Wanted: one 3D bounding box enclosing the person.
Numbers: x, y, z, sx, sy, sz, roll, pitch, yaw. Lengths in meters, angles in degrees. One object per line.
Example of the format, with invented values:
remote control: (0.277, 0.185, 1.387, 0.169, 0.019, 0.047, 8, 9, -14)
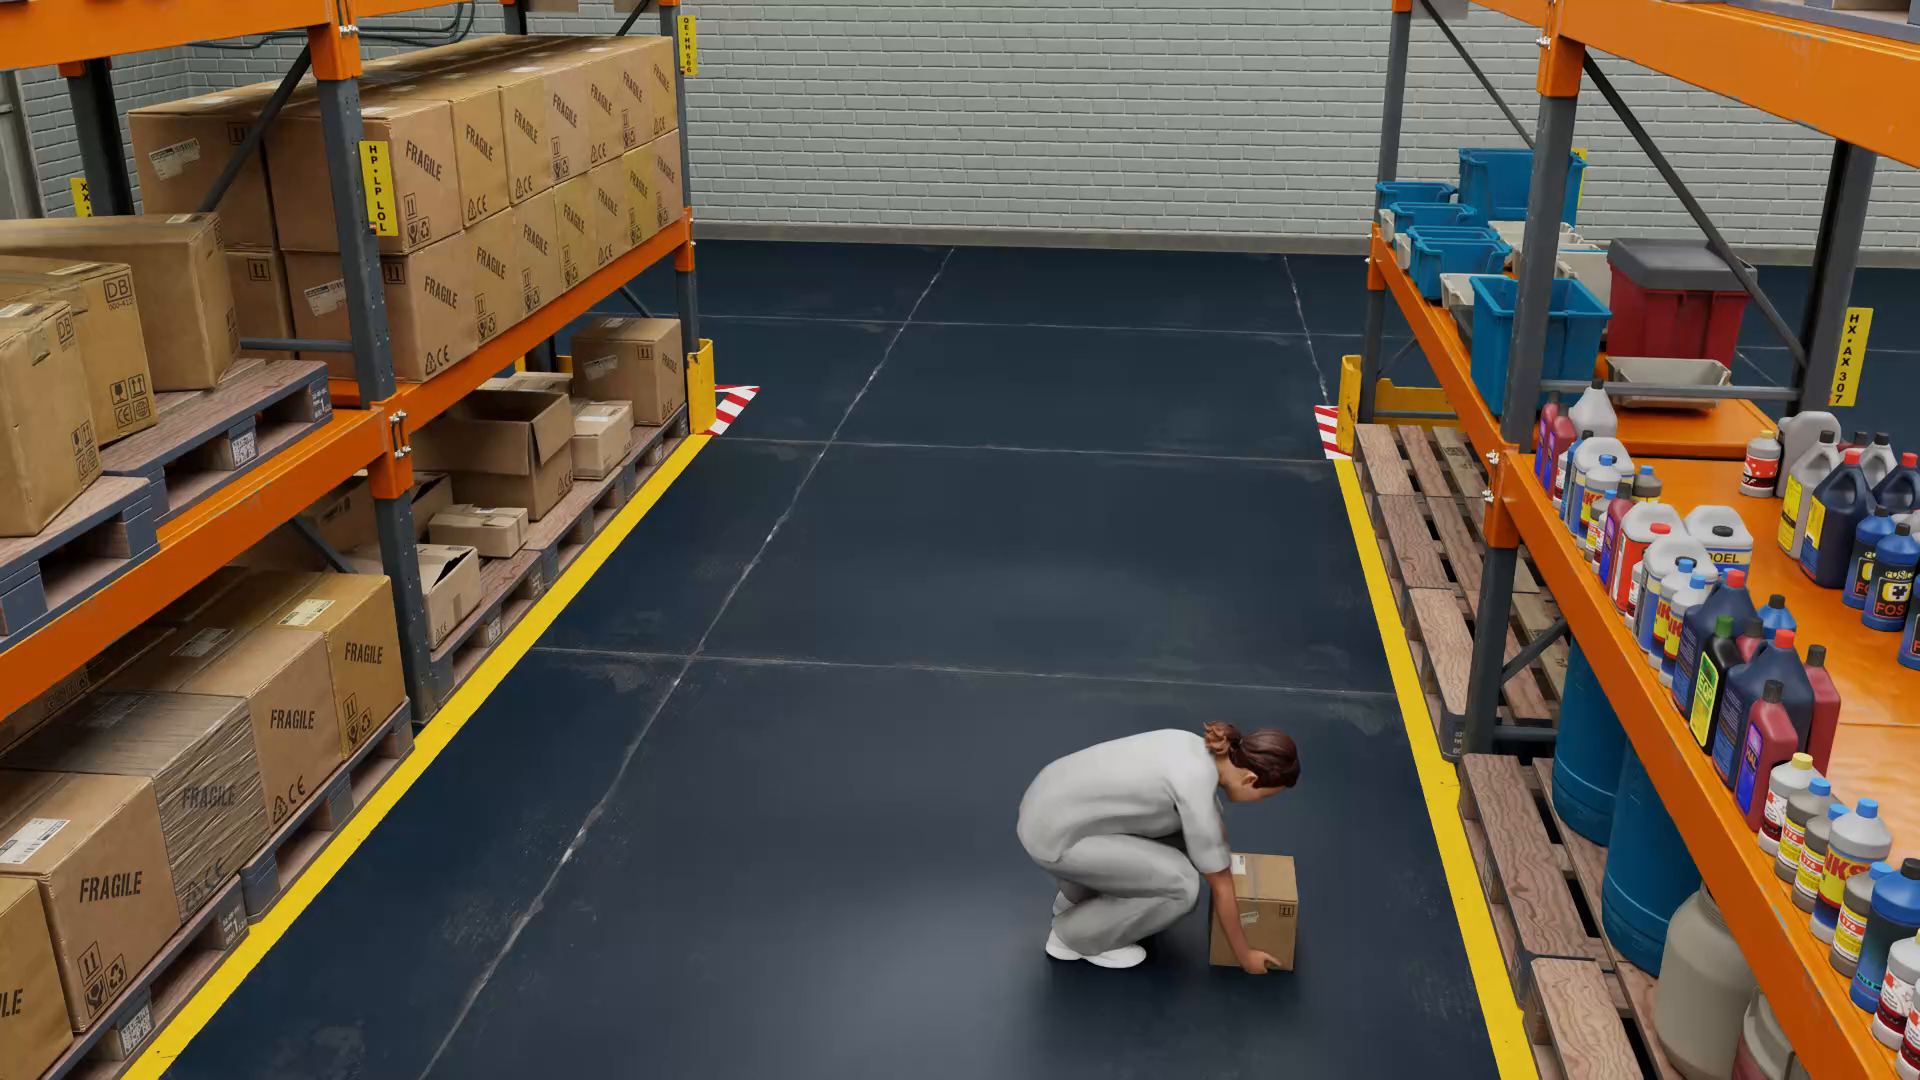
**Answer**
person: (0.596, 0.930, 5.077, 0.841, 0.794, 0.468, 2, 21, 5)
